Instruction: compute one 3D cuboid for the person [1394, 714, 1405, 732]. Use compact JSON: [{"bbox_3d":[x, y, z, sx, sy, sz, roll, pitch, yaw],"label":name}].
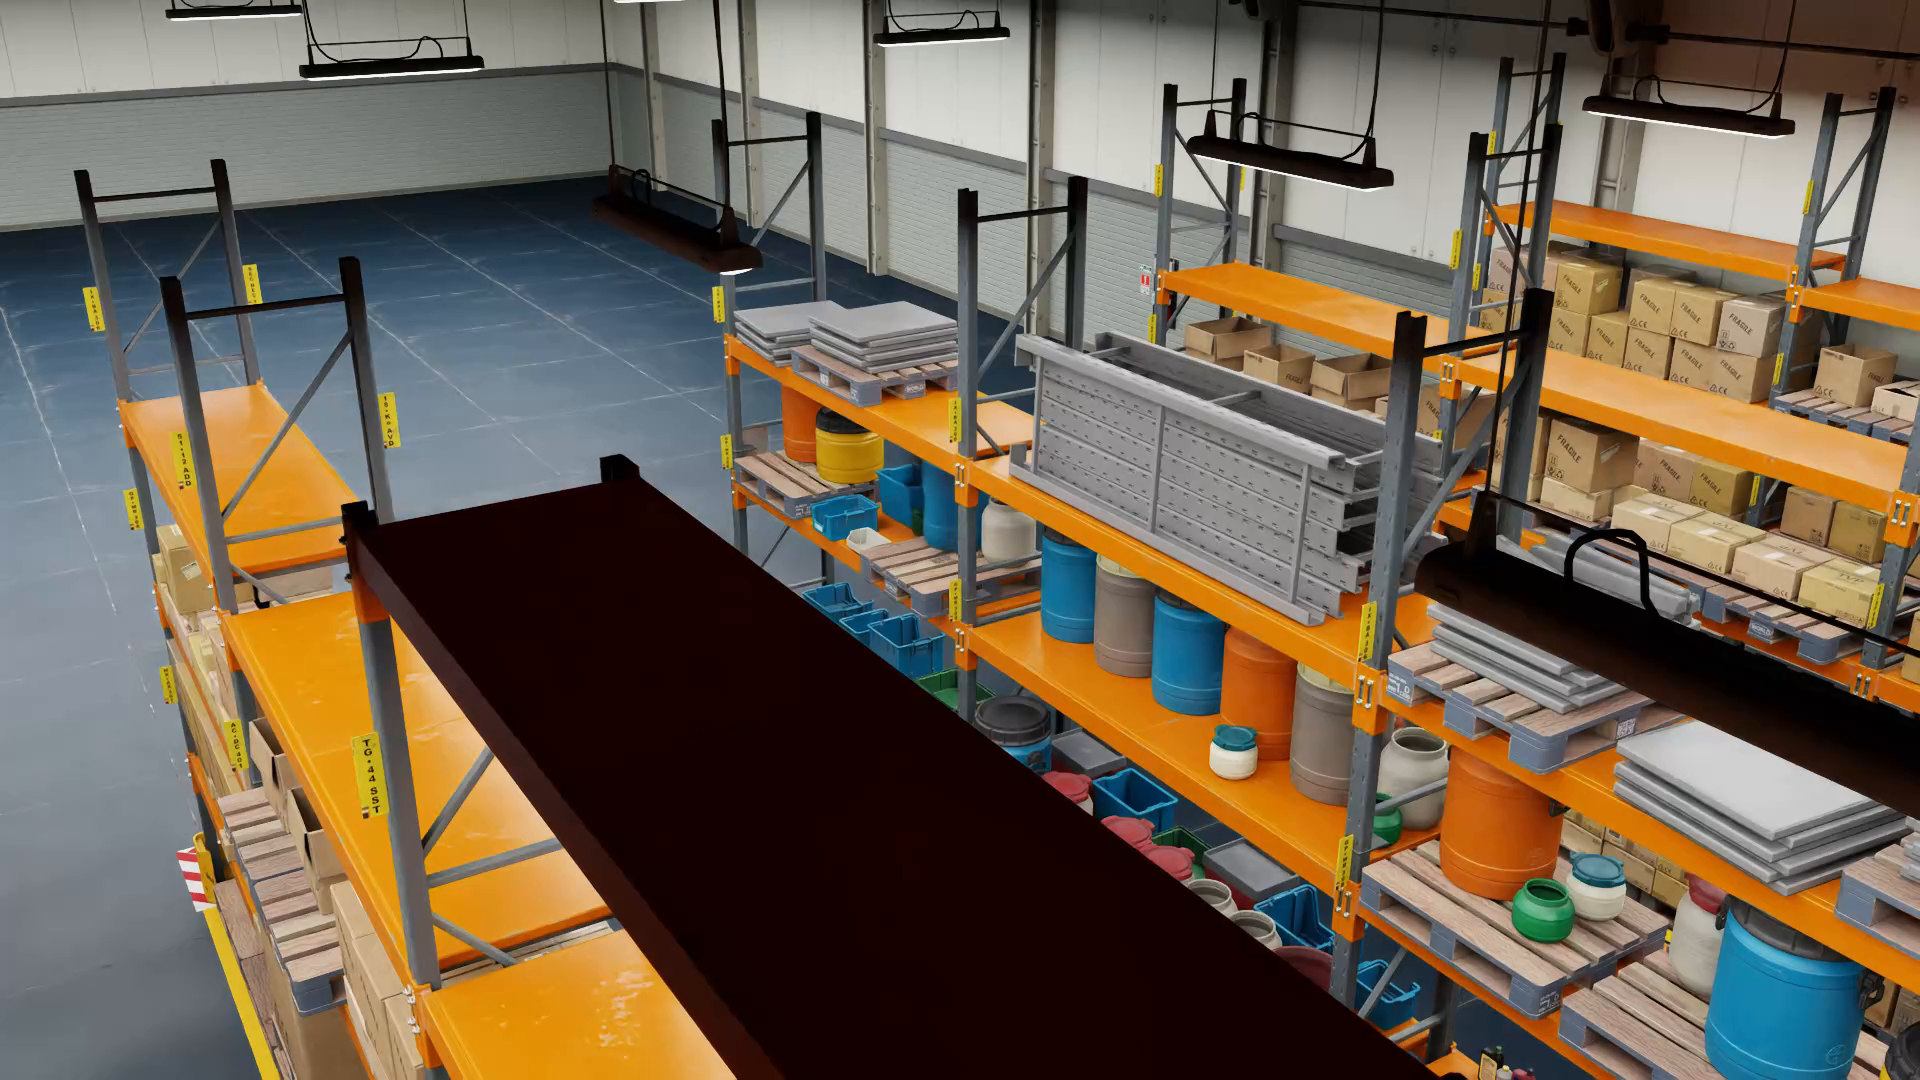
[{"bbox_3d":[3.584,1.701,14.445,0.588,1.628,0.648,0,22,-1],"label":"person"}]
